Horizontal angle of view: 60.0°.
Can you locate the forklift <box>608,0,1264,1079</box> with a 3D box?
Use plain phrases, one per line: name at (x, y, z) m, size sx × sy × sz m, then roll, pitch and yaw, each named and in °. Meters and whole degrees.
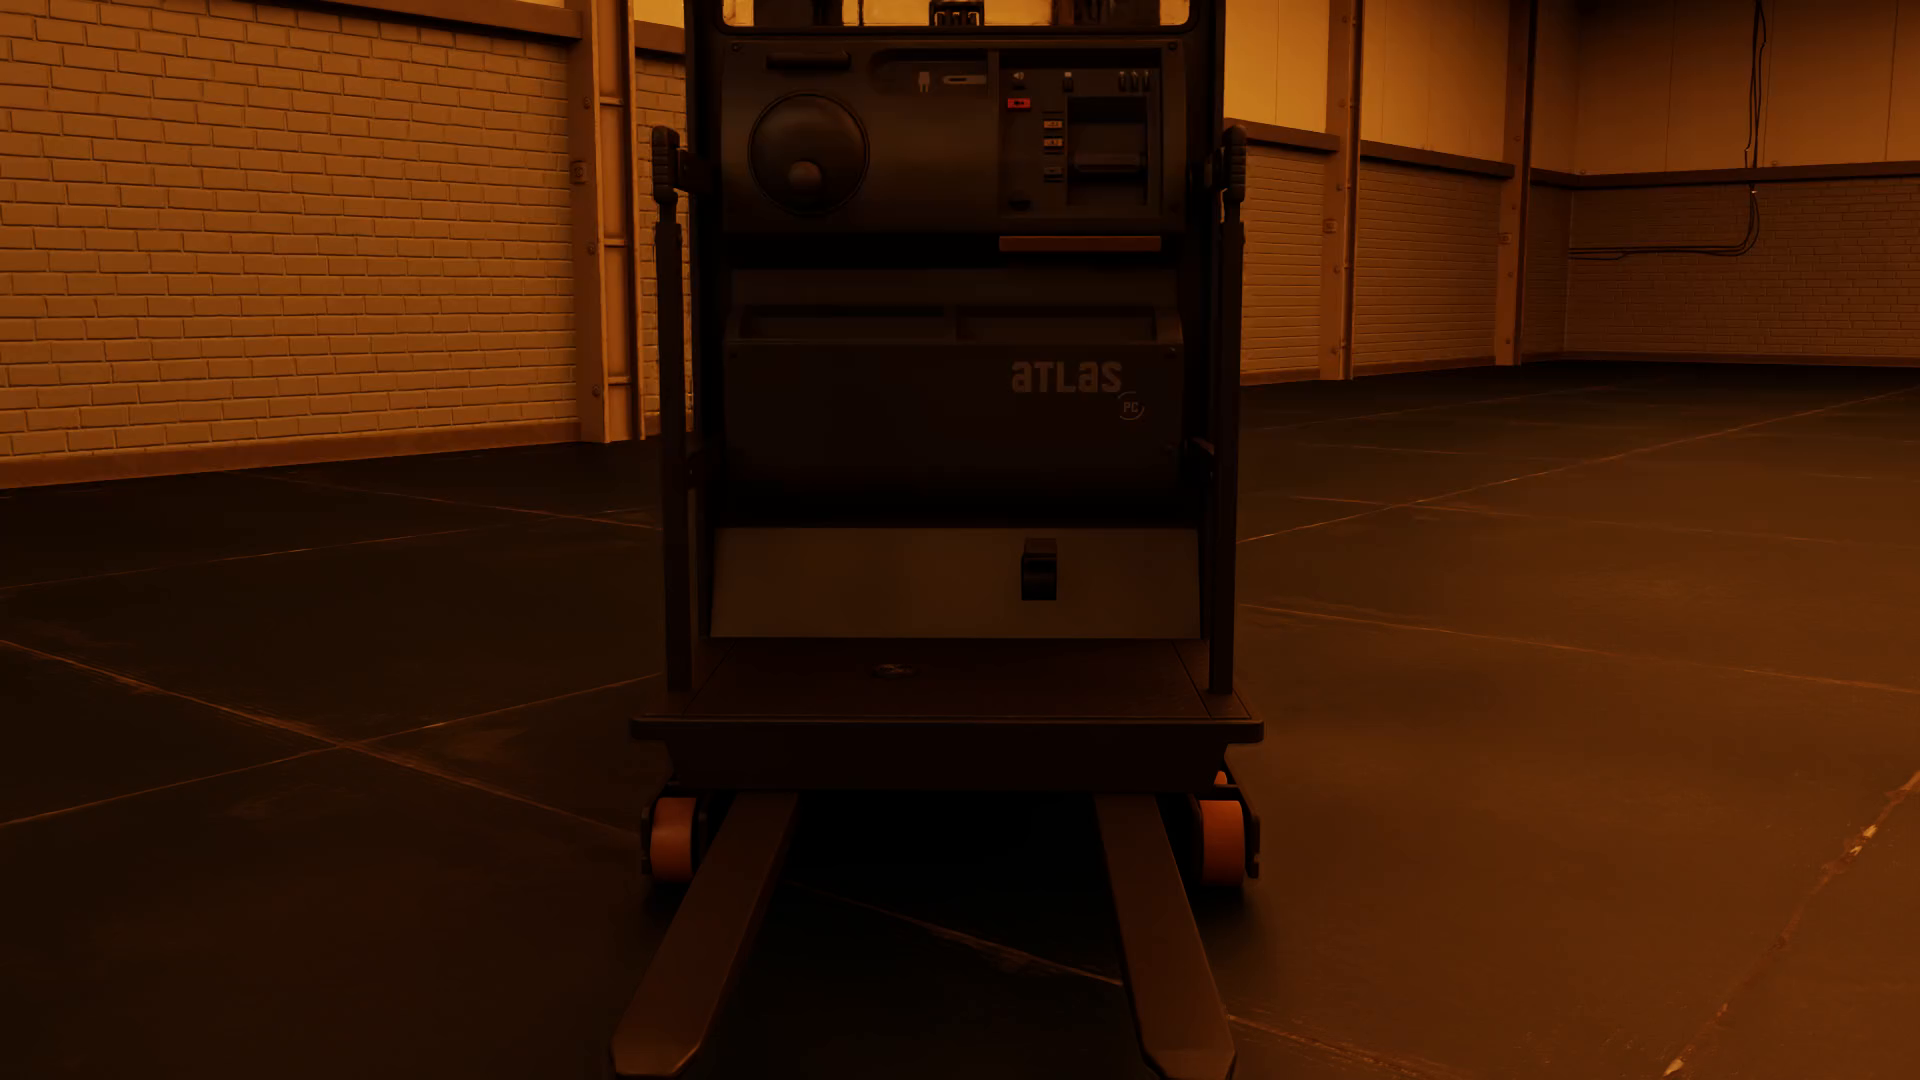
forklift at (-0.015, -0.857, 3.141) m, size 1.130 × 2.935 × 3.031 m, roll 0°, pitch 8°, yaw 1°
